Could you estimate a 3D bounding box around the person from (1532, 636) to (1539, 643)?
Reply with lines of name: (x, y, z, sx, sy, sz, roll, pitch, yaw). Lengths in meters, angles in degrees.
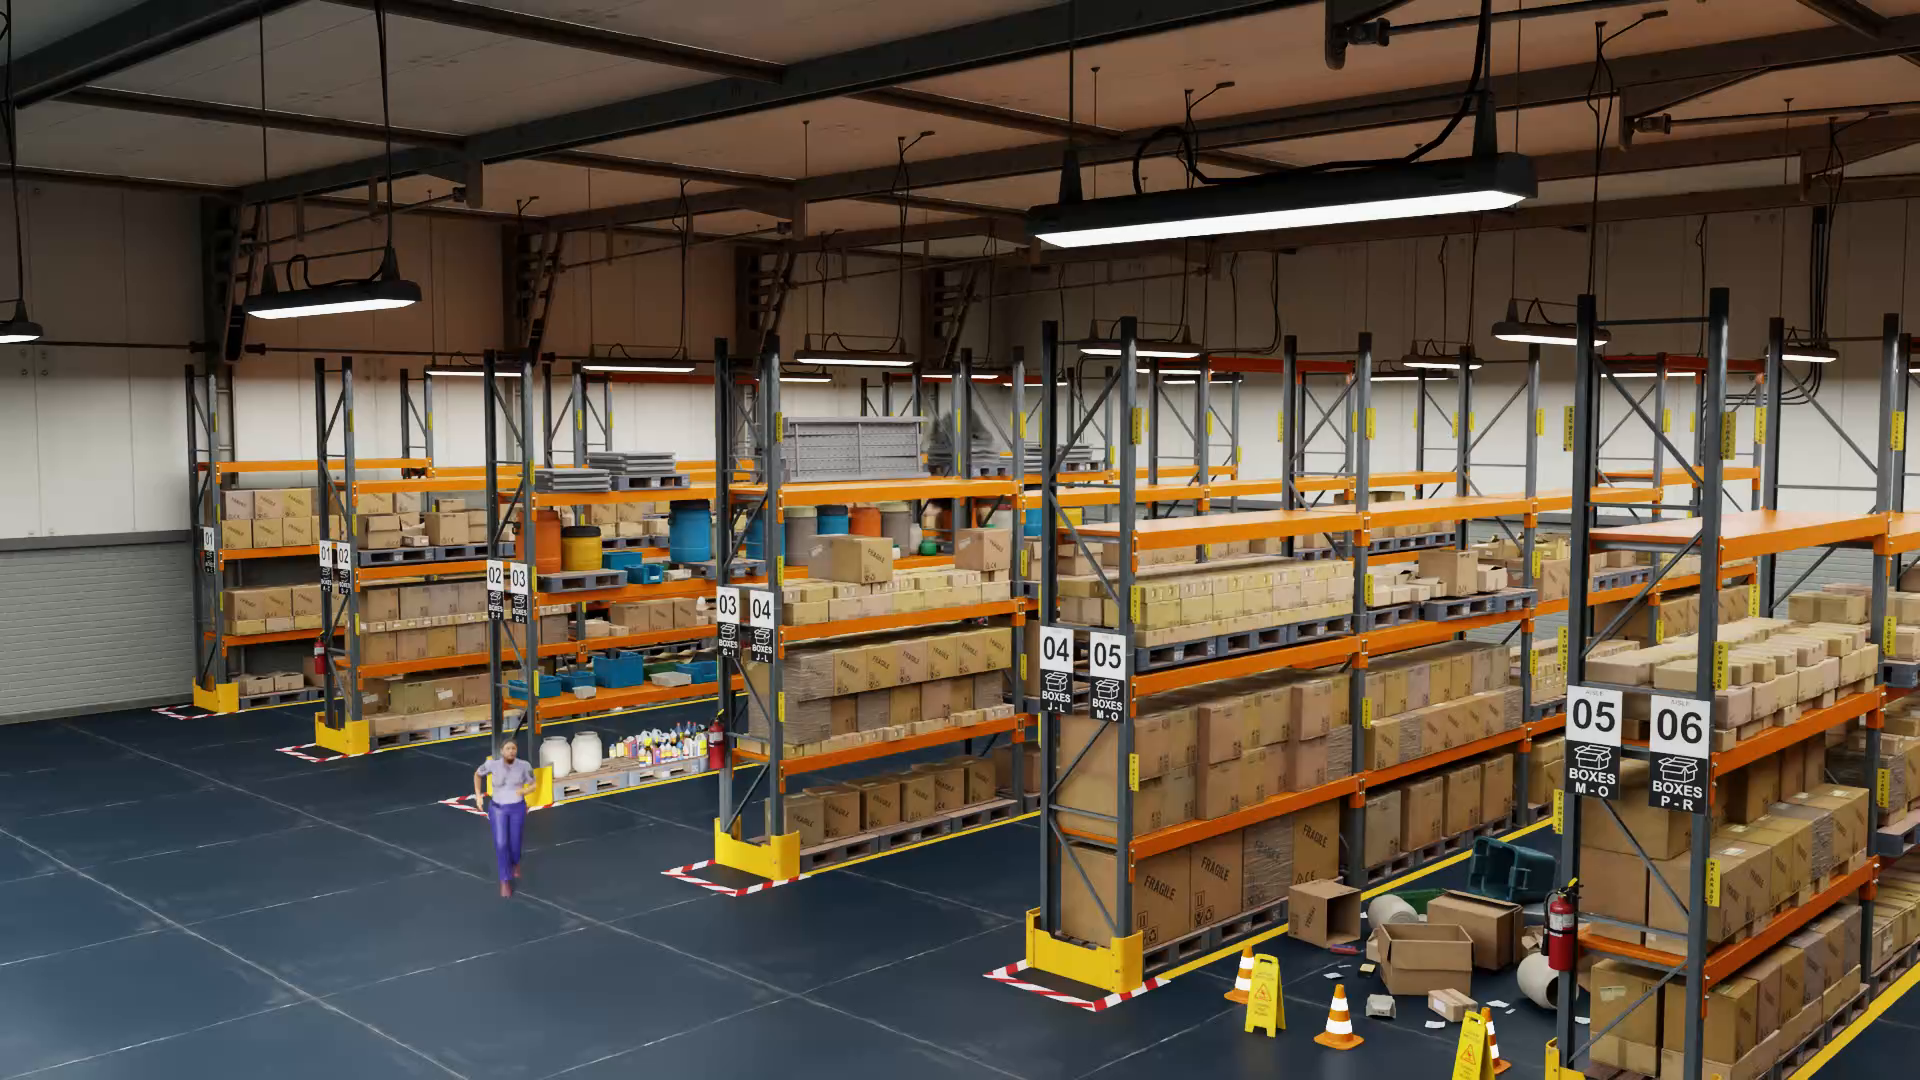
person: (8.744, 2.353, 25.563, 0.616, 1.748, 0.726, 3, 6, 38)

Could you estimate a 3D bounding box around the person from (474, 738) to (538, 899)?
person: (-4.920, 2.971, 18.042, 0.637, 1.696, 0.864, -2, 5, -23)

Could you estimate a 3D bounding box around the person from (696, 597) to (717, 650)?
person: (-4.982, 1.874, 32.836, 0.725, 1.566, 0.944, 2, 5, 24)
